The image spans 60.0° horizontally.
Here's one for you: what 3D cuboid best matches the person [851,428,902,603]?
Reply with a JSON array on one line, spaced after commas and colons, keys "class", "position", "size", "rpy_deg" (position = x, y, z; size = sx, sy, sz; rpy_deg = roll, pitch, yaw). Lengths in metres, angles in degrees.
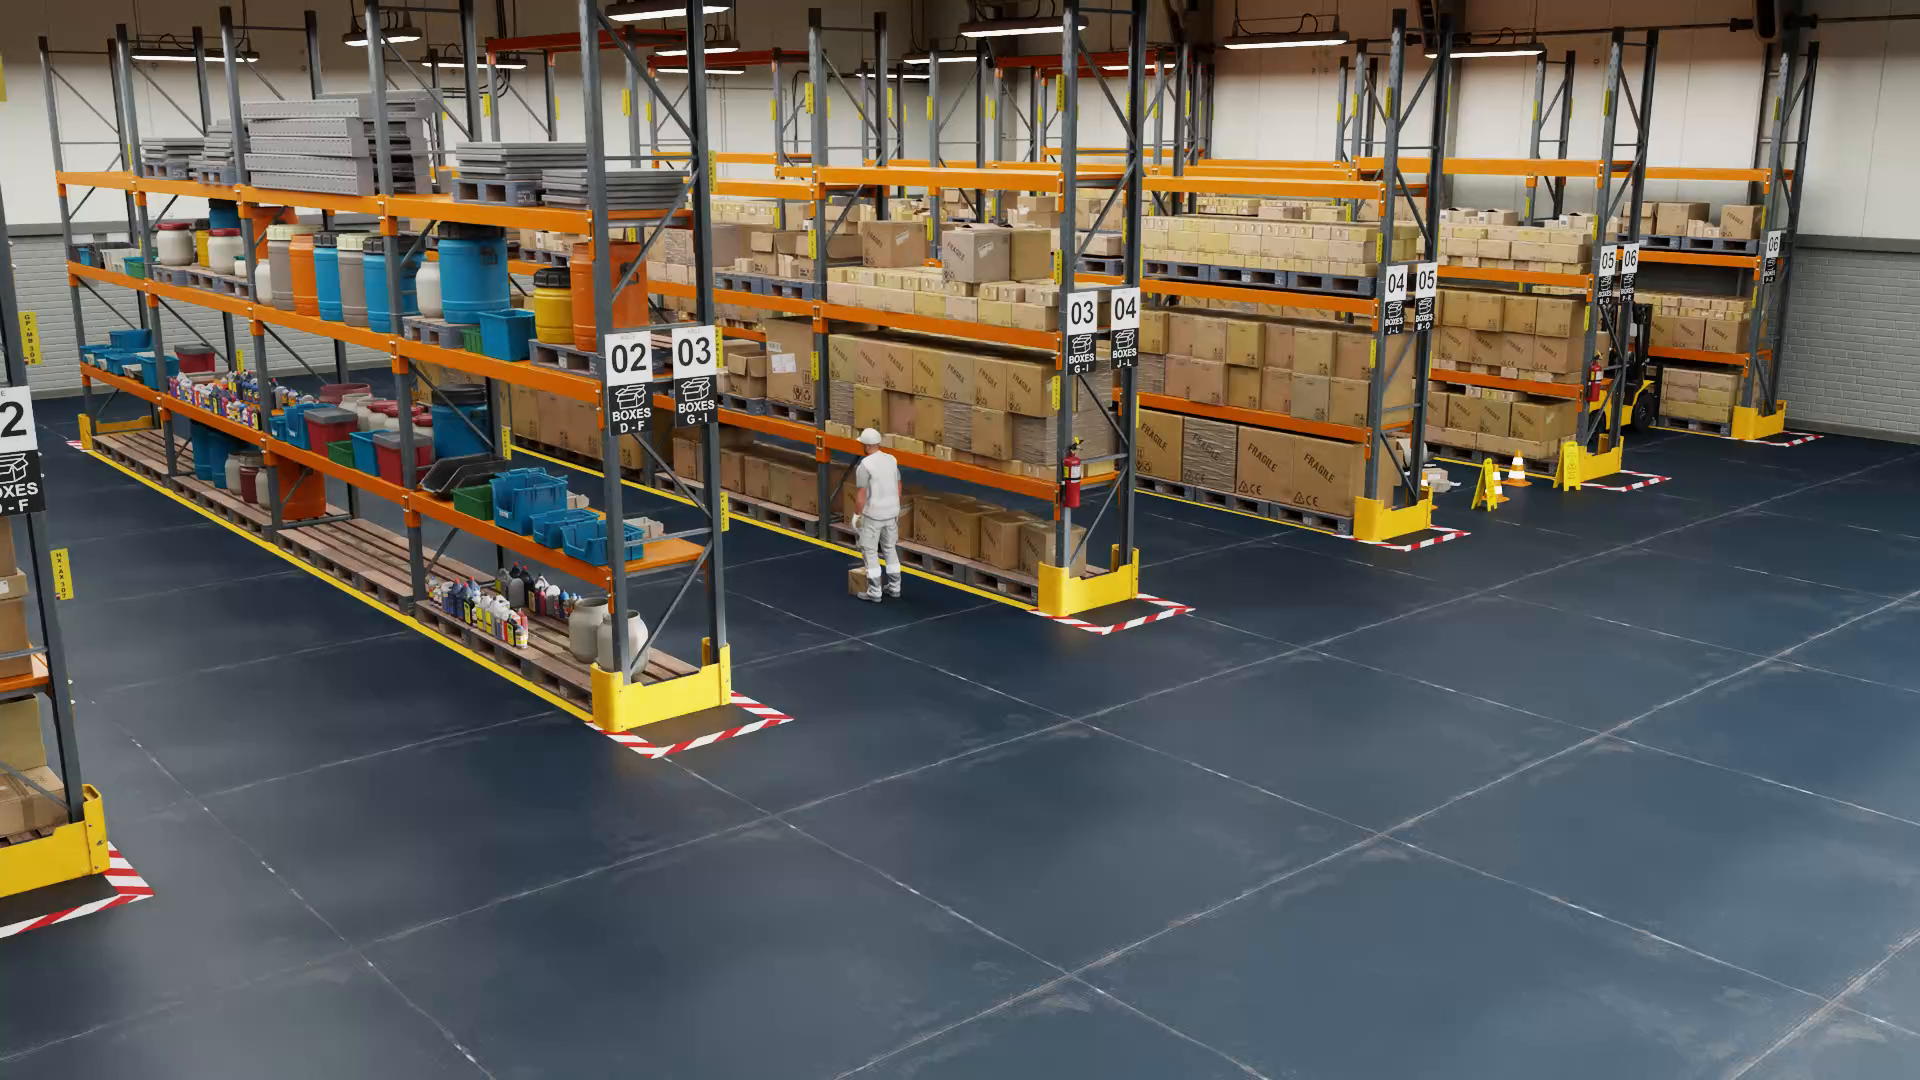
[{"class": "person", "position": [-0.849, -0.261, 17.017], "size": [0.617, 1.780, 0.446], "rpy_deg": [-13, 19, -42]}]
